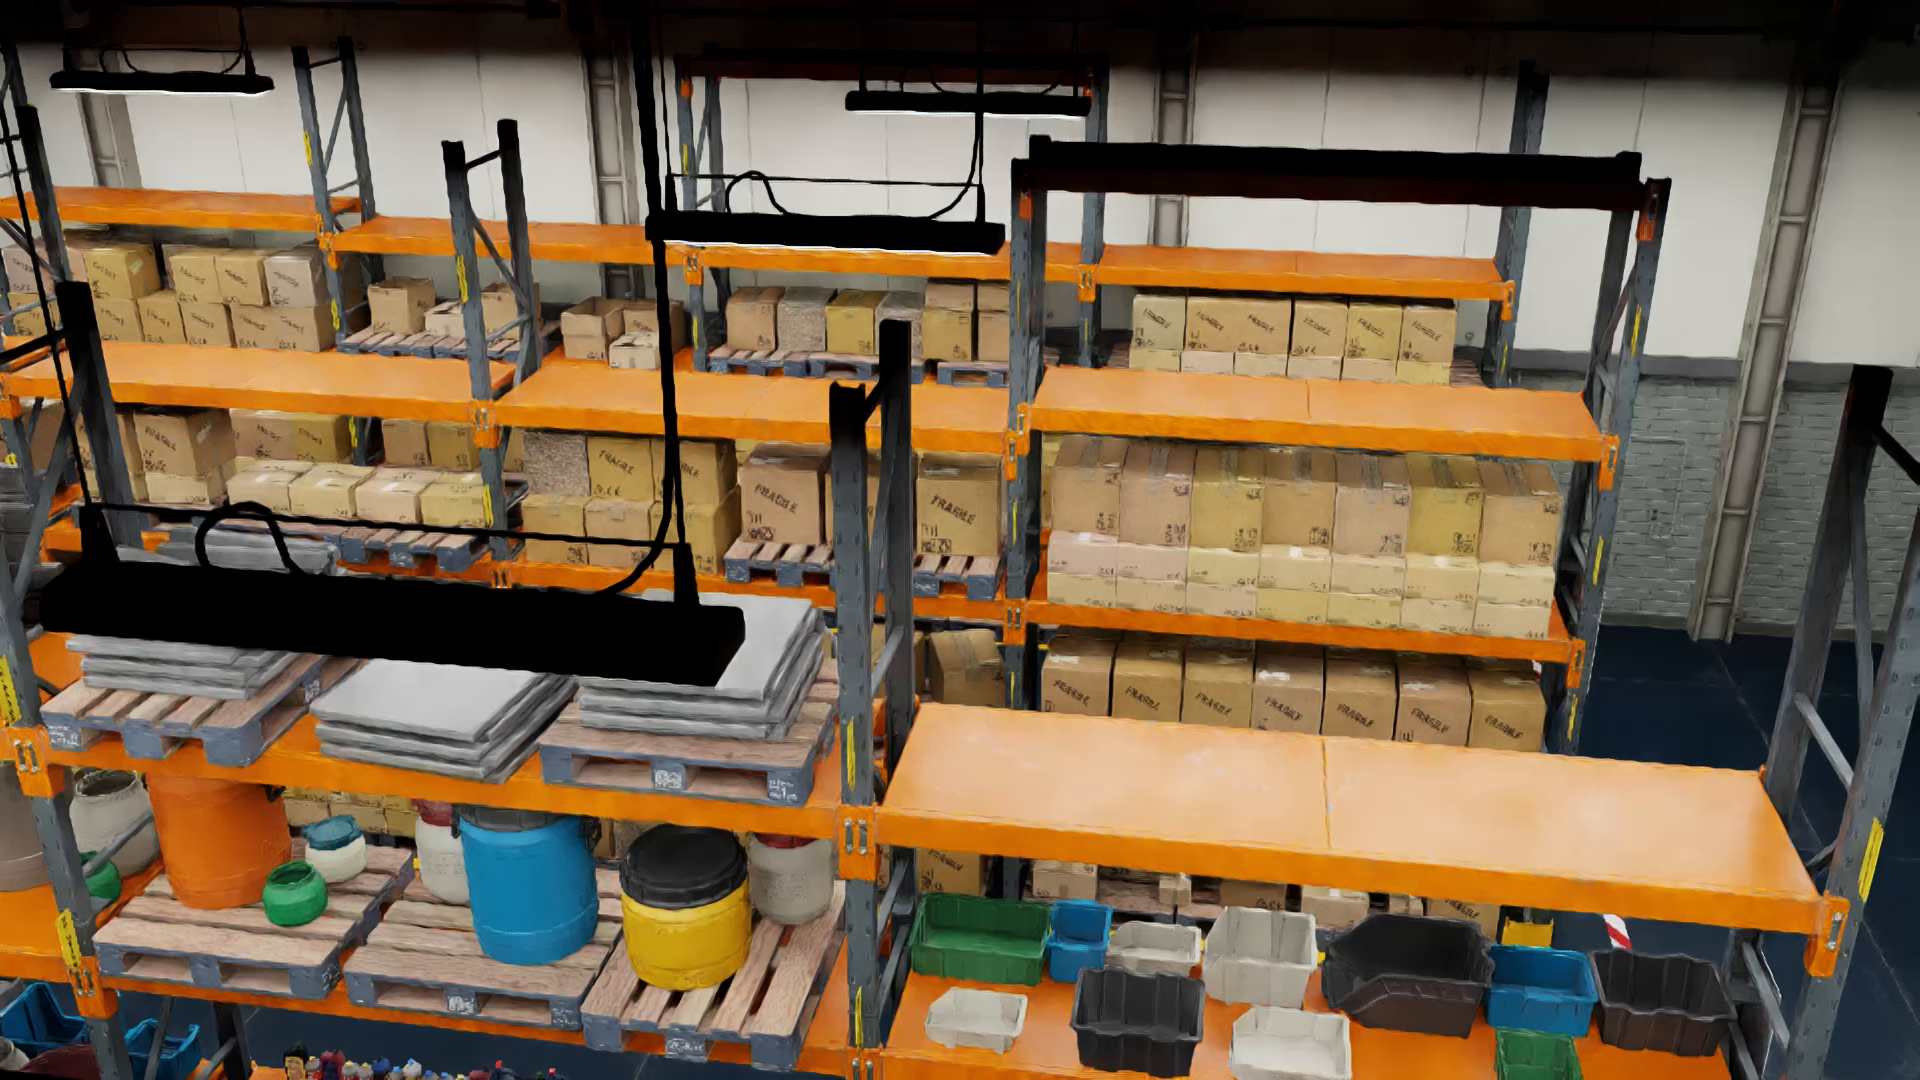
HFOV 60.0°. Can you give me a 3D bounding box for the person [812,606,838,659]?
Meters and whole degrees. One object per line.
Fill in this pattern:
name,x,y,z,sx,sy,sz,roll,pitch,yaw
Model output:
person,-1.666,0.618,16.839,1.090,1.583,0.497,5,24,11
